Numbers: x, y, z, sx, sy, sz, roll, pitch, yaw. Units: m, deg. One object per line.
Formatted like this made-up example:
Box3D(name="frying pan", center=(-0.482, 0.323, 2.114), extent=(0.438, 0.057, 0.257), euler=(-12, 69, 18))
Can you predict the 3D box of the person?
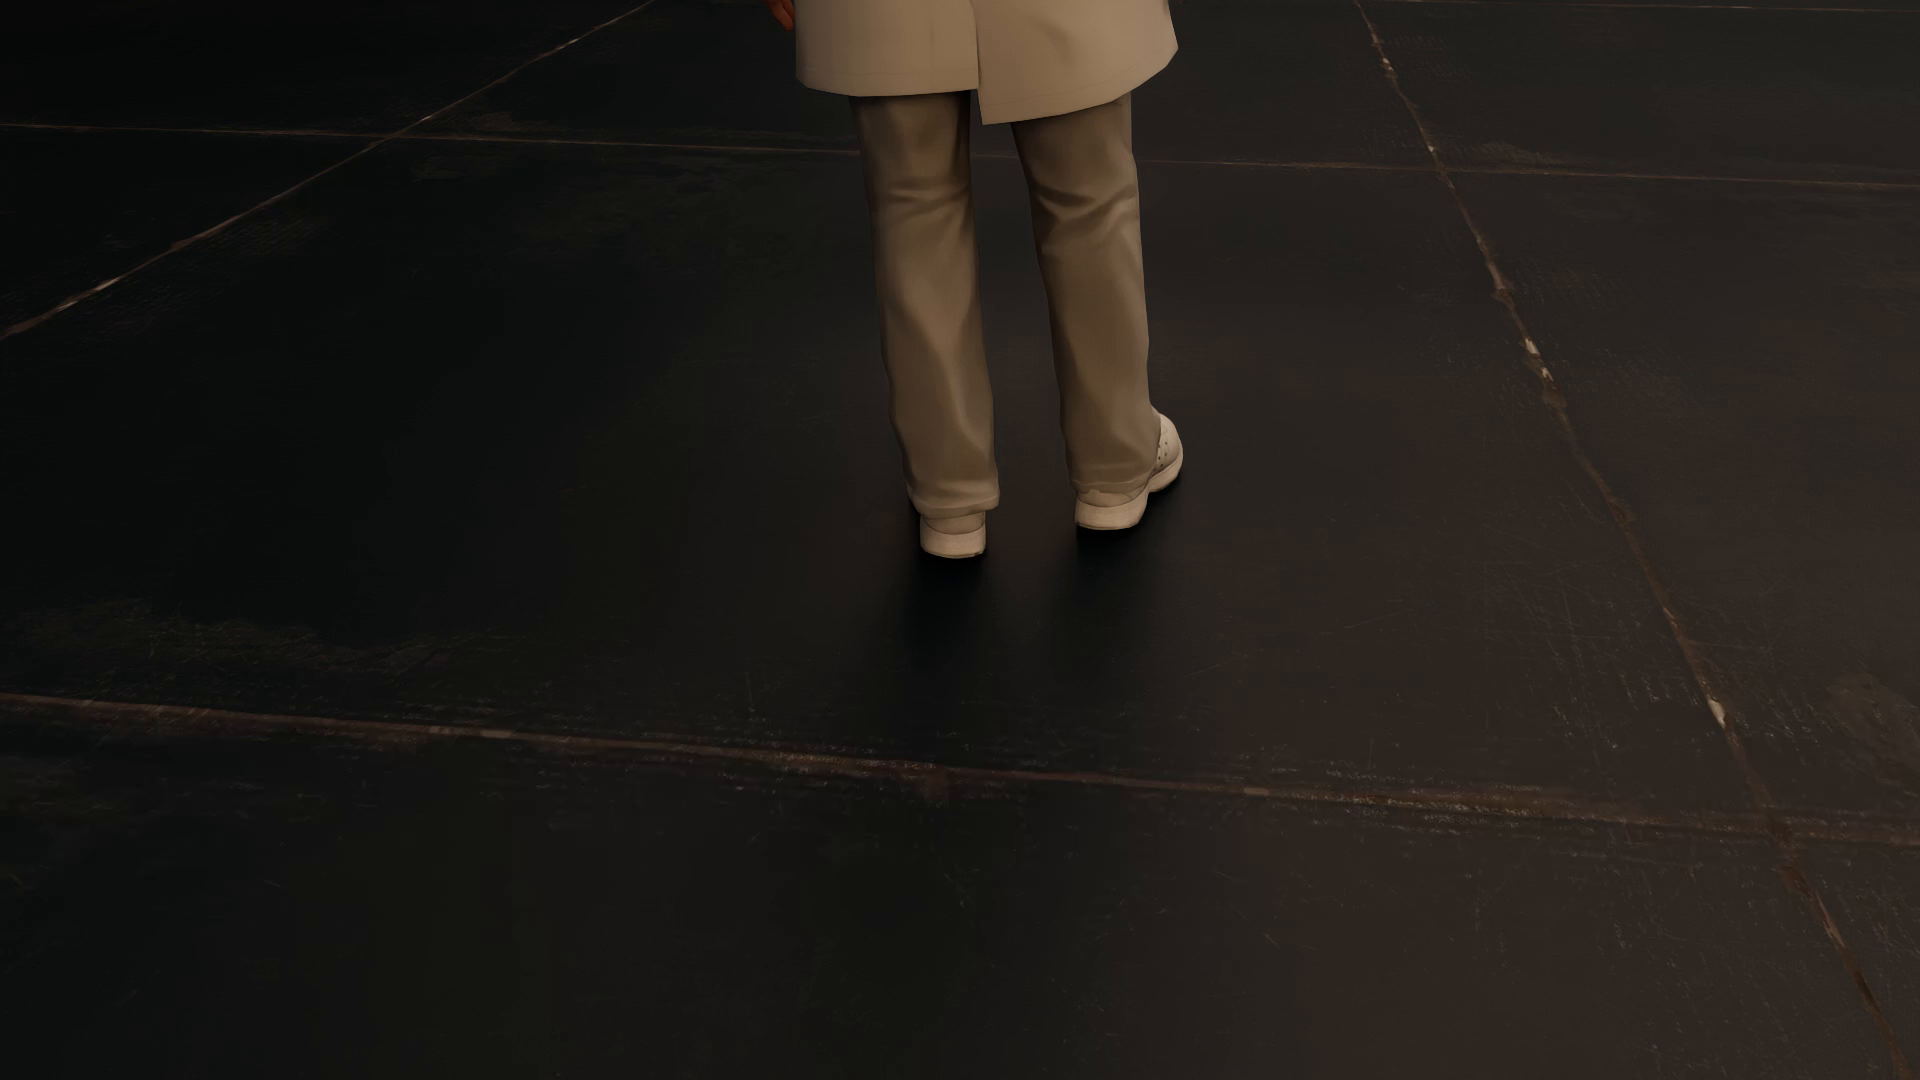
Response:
Box3D(name="person", center=(0.017, -0.843, 2.182), extent=(0.696, 1.776, 0.575), euler=(3, 27, 7))
